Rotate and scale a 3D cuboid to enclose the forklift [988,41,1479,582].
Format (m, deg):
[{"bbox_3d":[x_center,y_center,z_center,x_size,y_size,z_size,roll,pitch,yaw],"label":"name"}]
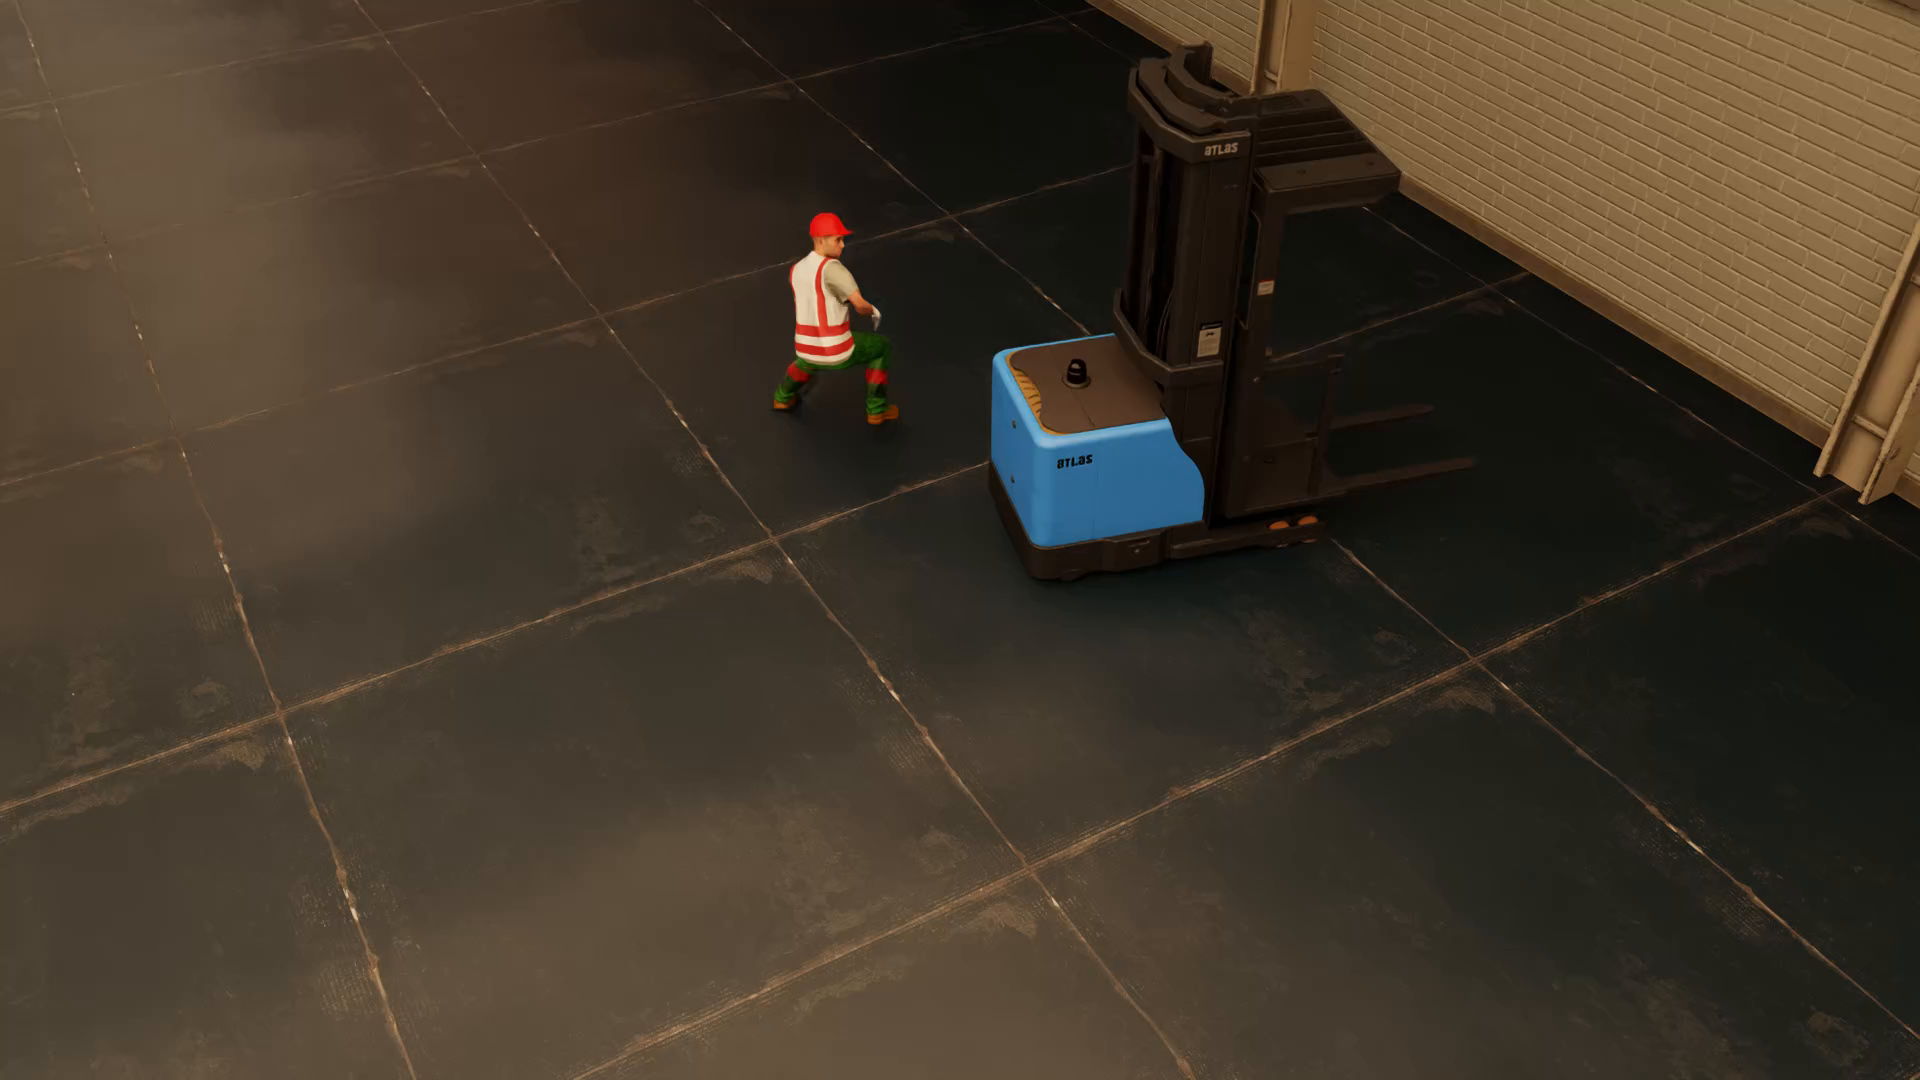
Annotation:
[{"bbox_3d":[1.757,-1.397,9.720,3.031,2.935,1.130,-10,41,-12],"label":"forklift"}]

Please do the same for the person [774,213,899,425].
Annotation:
[{"bbox_3d":[-0.842,-1.416,10.902,0.898,1.540,0.775,22,45,24],"label":"person"}]
